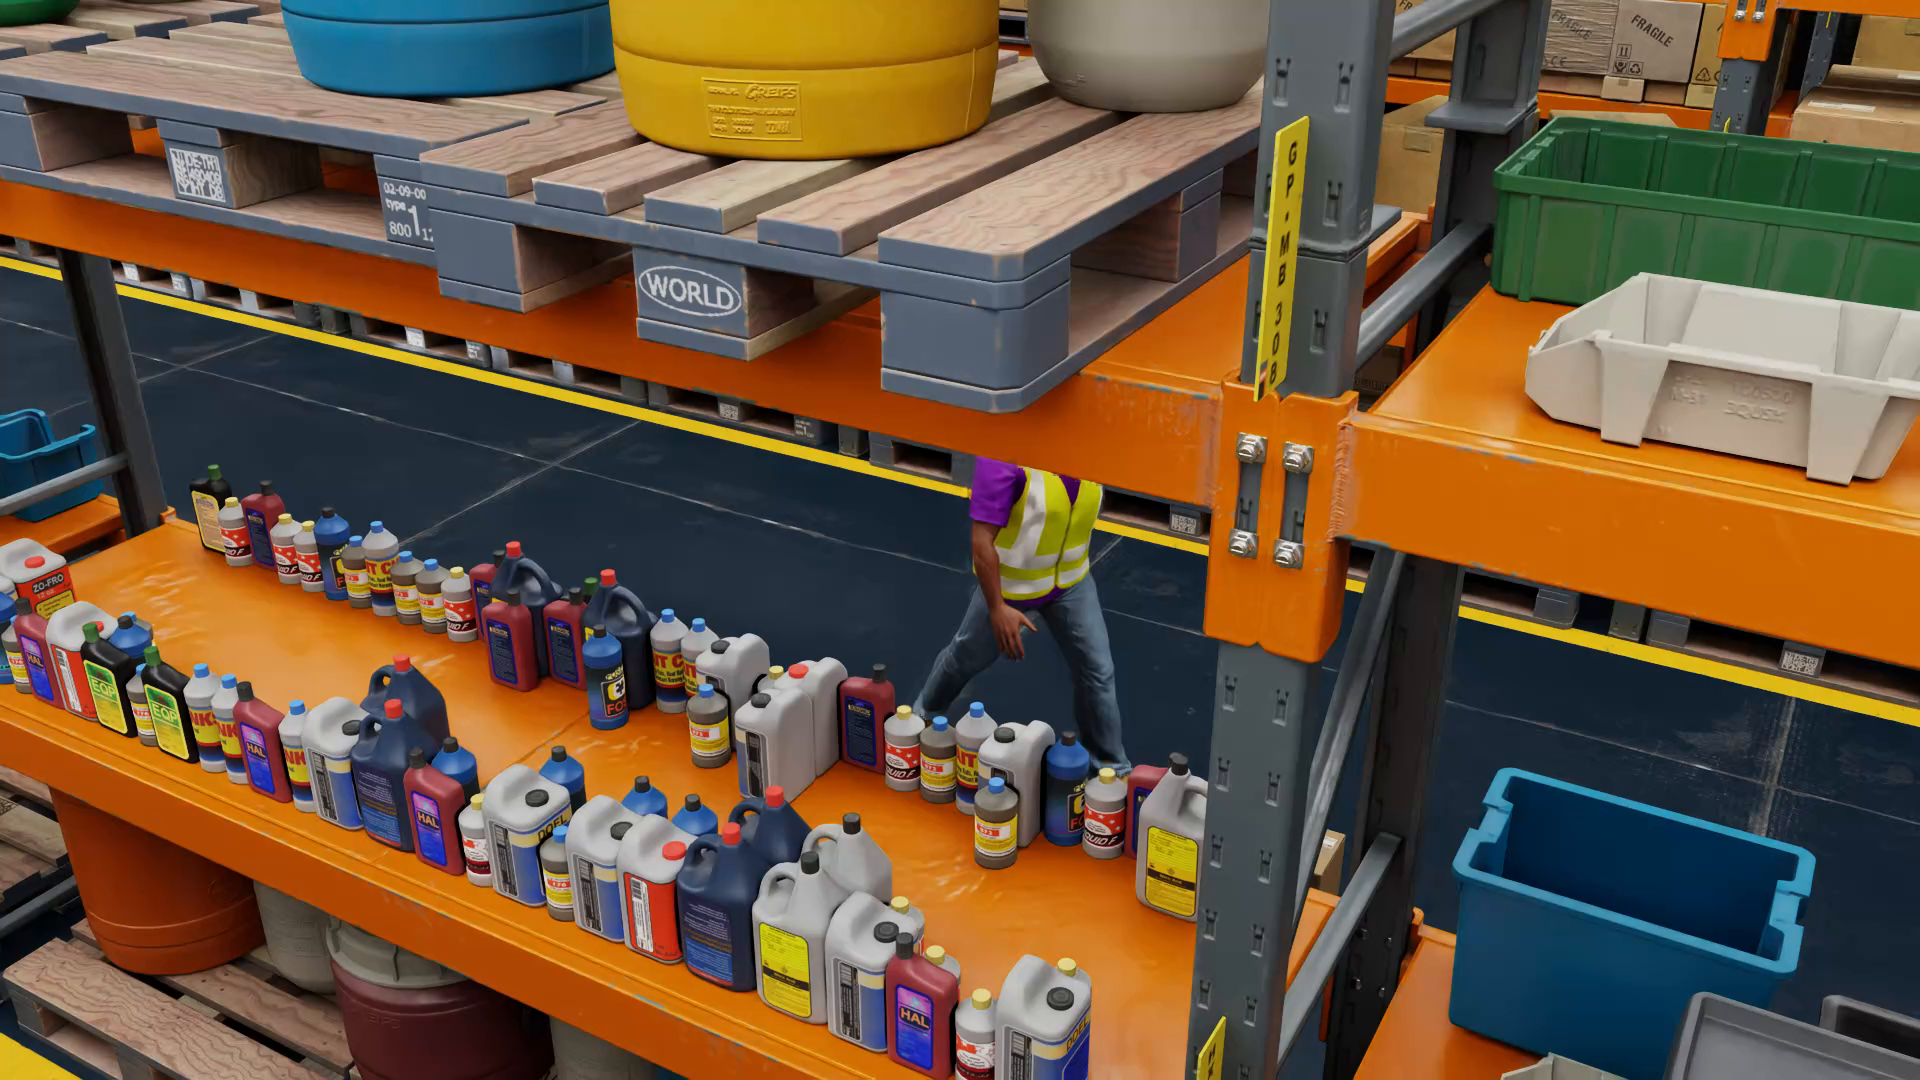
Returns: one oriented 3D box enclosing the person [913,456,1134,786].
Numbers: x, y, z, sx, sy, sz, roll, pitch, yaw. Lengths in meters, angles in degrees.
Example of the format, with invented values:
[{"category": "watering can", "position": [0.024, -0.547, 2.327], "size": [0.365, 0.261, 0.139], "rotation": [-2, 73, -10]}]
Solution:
[{"category": "person", "position": [0.232, 0.134, 5.853], "size": [0.650, 1.724, 1.007], "rotation": [-16, 30, -28]}]
